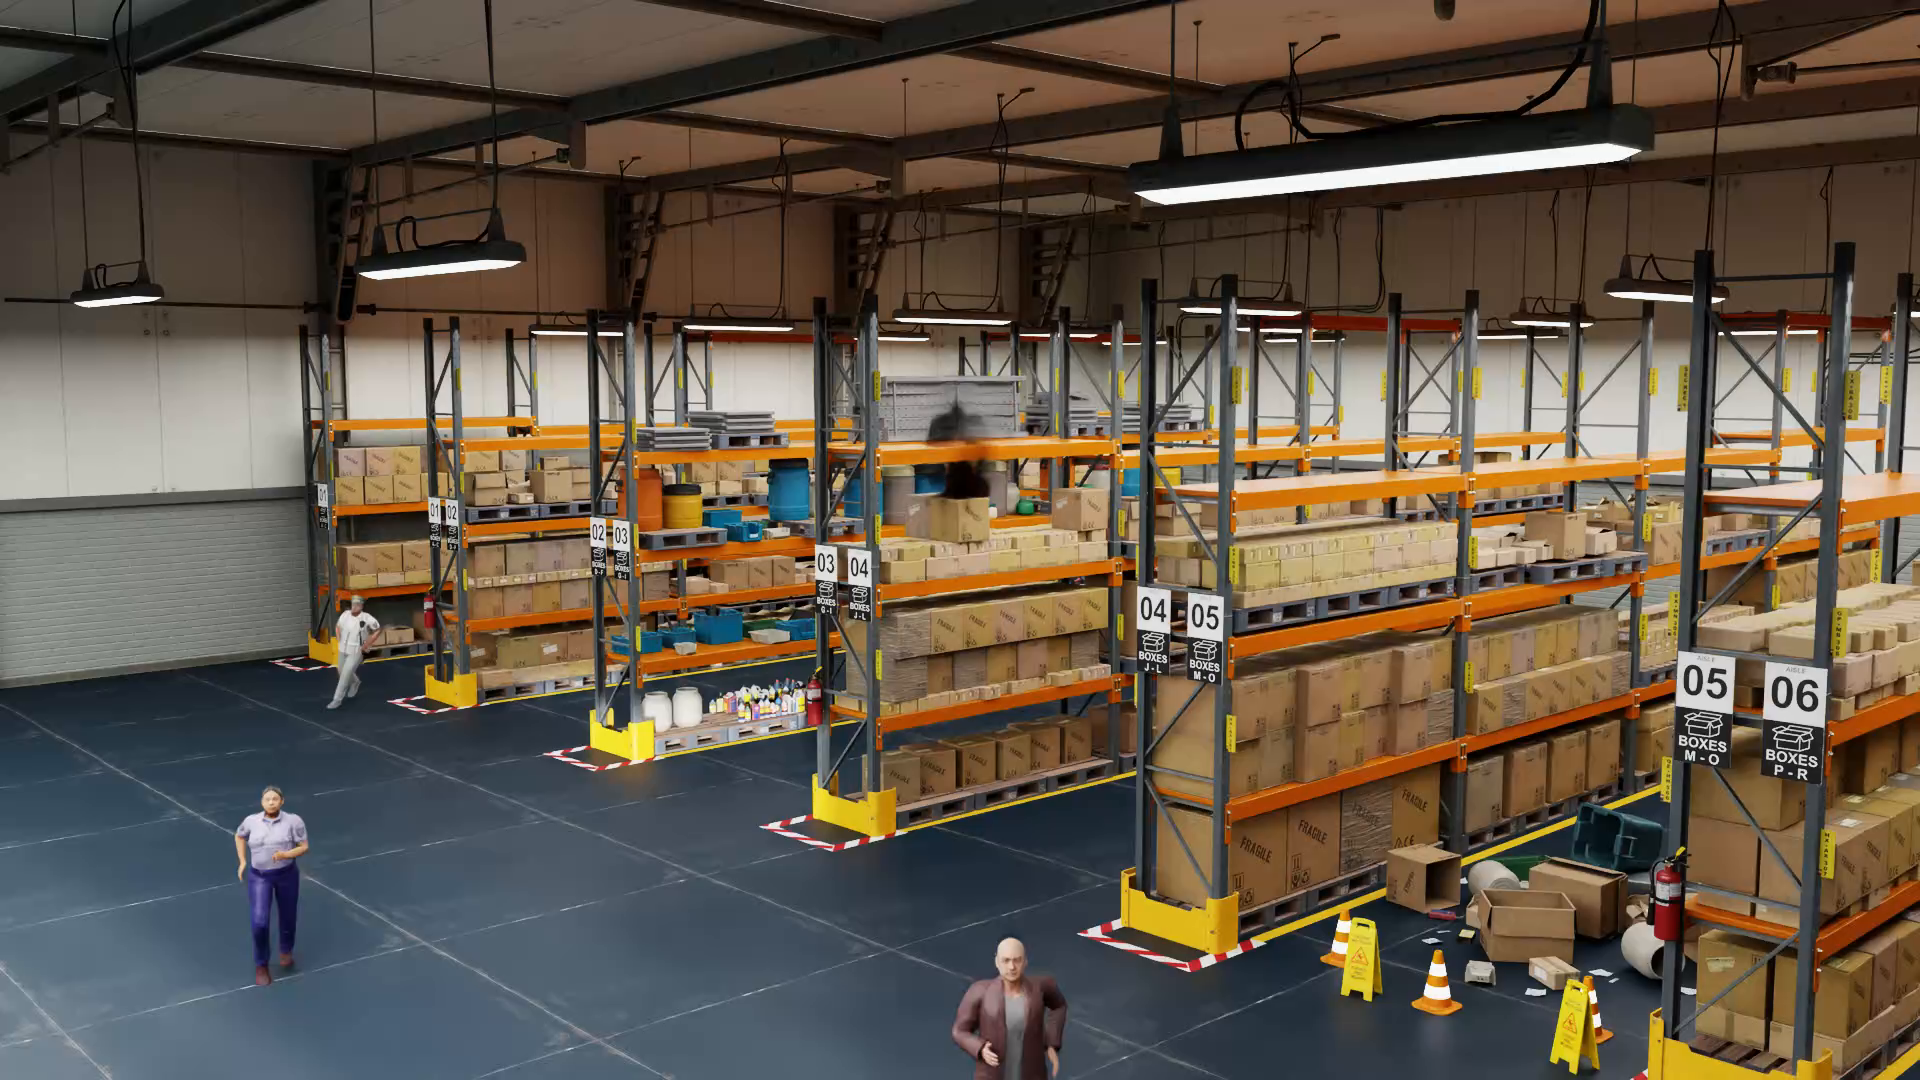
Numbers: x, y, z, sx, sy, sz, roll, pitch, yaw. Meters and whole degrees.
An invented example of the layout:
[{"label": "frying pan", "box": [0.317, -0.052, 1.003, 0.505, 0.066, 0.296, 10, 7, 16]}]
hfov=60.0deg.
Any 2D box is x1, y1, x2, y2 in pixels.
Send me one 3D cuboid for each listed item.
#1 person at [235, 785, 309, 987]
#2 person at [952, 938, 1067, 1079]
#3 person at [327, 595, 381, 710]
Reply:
[{"label": "person", "box": [-5.849, 2.940, 14.166, 0.572, 1.680, 0.720, -2, 6, -23]}, {"label": "person", "box": [0.304, 3.290, 9.944, 0.708, 1.704, 1.050, 0, 6, -1]}, {"label": "person", "box": [-9.379, 1.705, 25.835, 0.697, 1.745, 0.923, 1, 6, 11]}]
